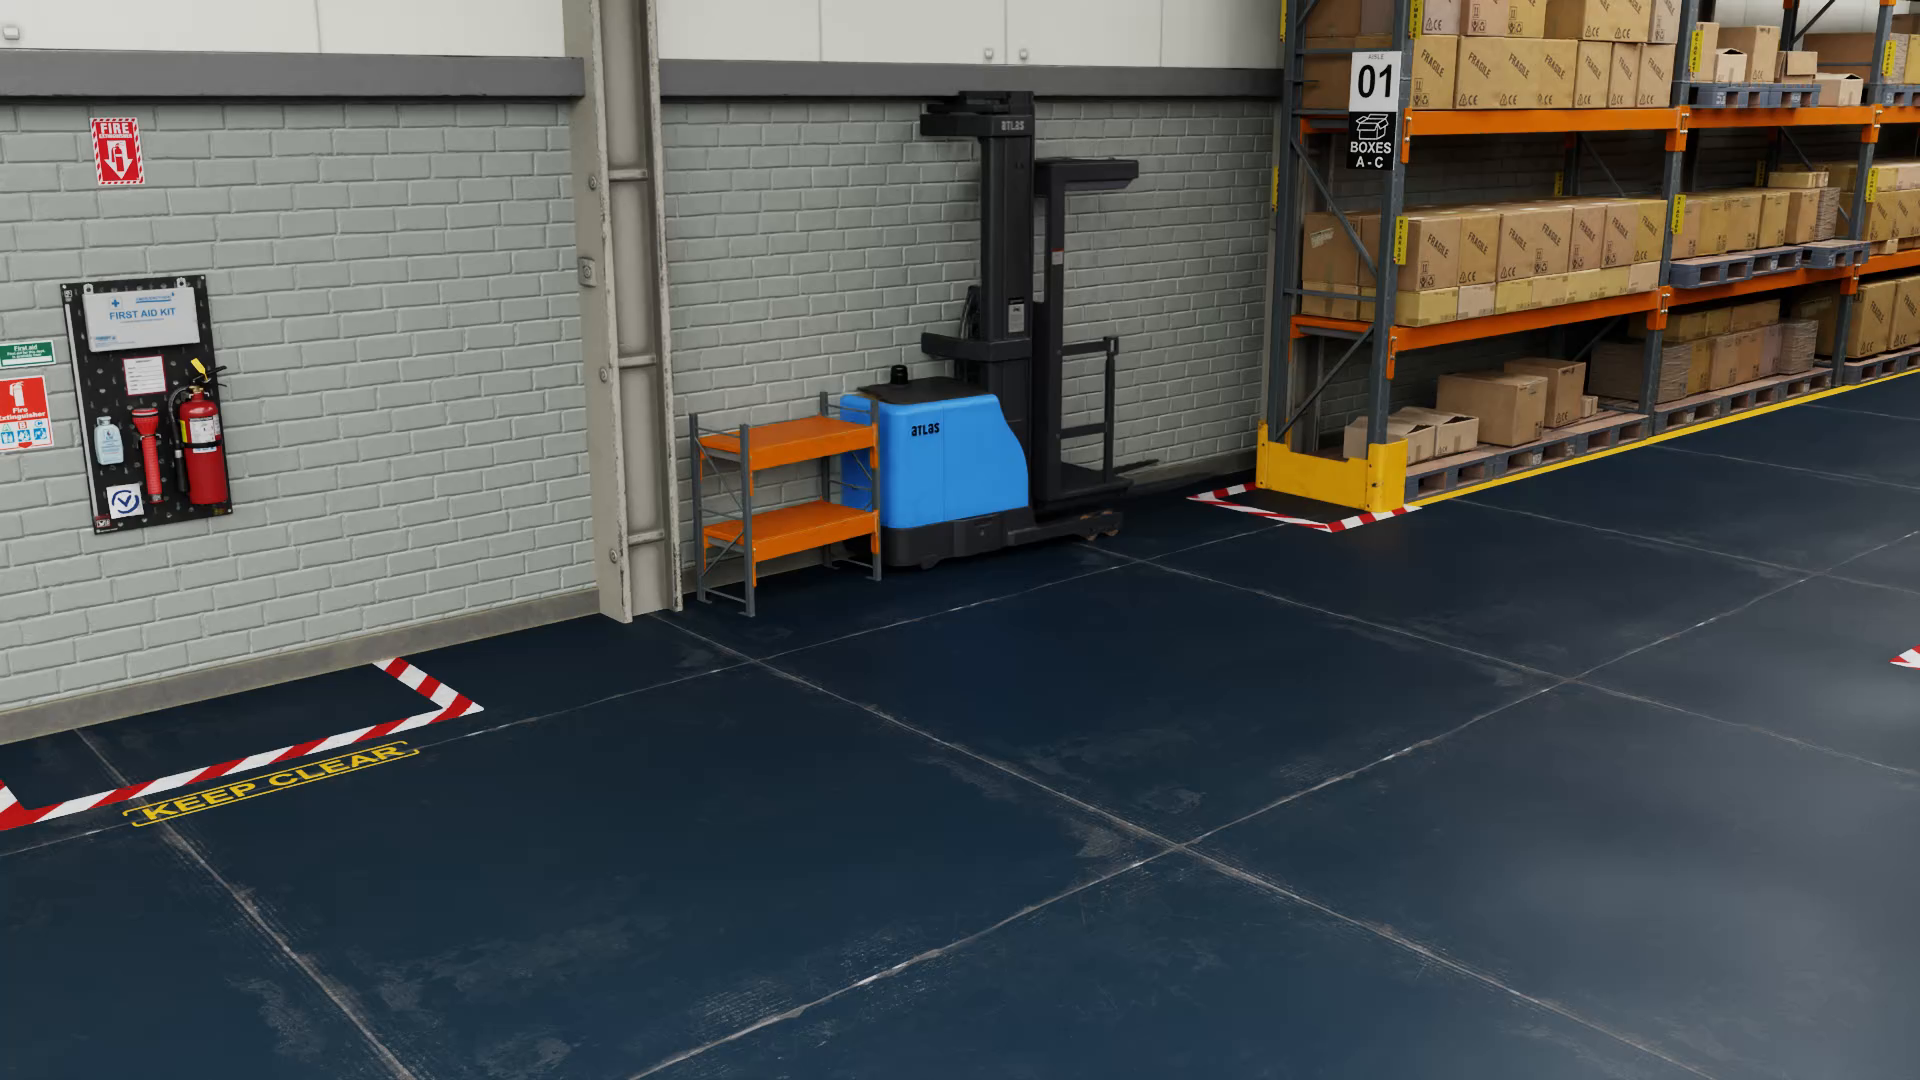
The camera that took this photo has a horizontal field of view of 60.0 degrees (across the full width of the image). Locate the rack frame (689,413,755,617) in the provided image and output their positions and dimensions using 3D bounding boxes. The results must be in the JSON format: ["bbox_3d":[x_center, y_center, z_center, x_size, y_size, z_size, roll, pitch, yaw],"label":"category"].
[{"bbox_3d":[-1.376,-0.145,9.611,0.500,1.125,0.032,14,20,41],"label":"rack frame"}]

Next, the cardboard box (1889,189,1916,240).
[{"bbox_3d":[9.672,-3.443,17.520,0.500,0.500,0.500,-12,19,-38],"label":"cardboard box"}]

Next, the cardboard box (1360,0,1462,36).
[{"bbox_3d":[3.152,-3.775,11.589,0.500,0.500,0.500,14,21,43],"label":"cardboard box"}]

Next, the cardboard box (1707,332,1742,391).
[{"bbox_3d":[7.032,-1.753,15.993,0.500,0.500,0.700,-12,19,-39],"label":"cardboard box"}]

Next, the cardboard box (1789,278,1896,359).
[{"bbox_3d":[9.378,-2.386,17.721,0.750,0.750,0.750,-13,20,-40],"label":"cardboard box"}]

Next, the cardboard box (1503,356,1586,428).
[{"bbox_3d":[4.963,-1.266,14.169,0.500,0.500,0.500,14,21,43],"label":"cardboard box"}]

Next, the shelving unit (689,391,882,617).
[{"bbox_3d":[-1.028,-0.240,9.969,0.538,1.125,1.048,14,20,41],"label":"shelving unit"}]

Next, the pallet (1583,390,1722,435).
[{"bbox_3d":[6.306,-1.230,15.445,1.213,0.211,1.003,-13,19,-39],"label":"pallet"}]

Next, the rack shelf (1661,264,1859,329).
[{"bbox_3d":[7.228,-2.436,15.951,4.000,0.370,1.077,-13,19,-39],"label":"rack shelf"}]

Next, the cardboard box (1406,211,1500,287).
[{"bbox_3d":[3.639,-2.171,12.363,0.500,0.500,0.500,-13,19,-39],"label":"cardboard box"}]

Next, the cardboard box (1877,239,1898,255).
[{"bbox_3d":[9.589,-3.091,17.457,0.250,0.149,0.380,-12,19,-38],"label":"cardboard box"}]

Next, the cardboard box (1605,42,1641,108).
[{"bbox_3d":[5.111,-3.735,13.376,0.500,0.500,0.500,14,20,42],"label":"cardboard box"}]

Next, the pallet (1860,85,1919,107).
[{"bbox_3d":[9.188,-4.600,17.211,1.003,0.211,1.213,-12,19,-37],"label":"pallet"}]

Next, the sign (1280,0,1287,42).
[{"bbox_3d":[2.353,-3.756,11.969,0.005,0.325,0.100,-13,19,-39],"label":"sign"}]

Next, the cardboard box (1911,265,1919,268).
[{"bbox_3d":[11.349,-2.829,19.380,0.750,0.750,0.750,-12,19,-39],"label":"cardboard box"}]

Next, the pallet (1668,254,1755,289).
[{"bbox_3d":[6.391,-2.453,14.994,1.213,0.211,1.003,-13,19,-39],"label":"pallet"}]

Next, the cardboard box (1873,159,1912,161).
[{"bbox_3d":[10.471,-4.161,18.753,0.500,0.250,0.500,-14,20,-41],"label":"cardboard box"}]

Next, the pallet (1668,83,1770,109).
[{"bbox_3d":[6.255,-3.887,14.541,1.003,0.211,1.213,-13,19,-39],"label":"pallet"}]

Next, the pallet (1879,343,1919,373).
[{"bbox_3d":[10.301,-2.100,18.702,1.213,0.211,1.003,-13,19,-39],"label":"pallet"}]

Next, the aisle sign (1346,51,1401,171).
[{"bbox_3d":[2.844,-2.953,11.454,0.004,0.787,0.394,-13,19,-39],"label":"aisle sign"}]

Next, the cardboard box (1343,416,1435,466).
[{"bbox_3d":[3.283,-0.780,12.717,0.500,0.311,0.500,13,20,41],"label":"cardboard box"}]

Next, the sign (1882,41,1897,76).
[{"bbox_3d":[9.091,-4.715,16.276,0.005,0.325,0.100,-13,19,-39],"label":"sign"}]

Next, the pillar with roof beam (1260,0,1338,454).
[{"bbox_3d":[5.488,-4.114,9.216,0.400,9.000,9.100,-13,19,-39],"label":"pillar with roof beam"}]

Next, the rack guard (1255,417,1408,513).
[{"bbox_3d":[2.759,-0.572,12.424,0.348,0.500,1.175,-13,19,-39],"label":"rack guard"}]

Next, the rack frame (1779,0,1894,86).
[{"bbox_3d":[8.737,-6.021,16.353,0.127,3.000,1.000,-13,19,-39],"label":"rack frame"}]

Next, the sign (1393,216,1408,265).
[{"bbox_3d":[3.058,-2.080,11.546,0.005,0.325,0.100,-13,19,-39],"label":"sign"}]

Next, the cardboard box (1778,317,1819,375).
[{"bbox_3d":[8.228,-1.995,16.898,0.500,0.500,0.700,-12,19,-39],"label":"cardboard box"}]

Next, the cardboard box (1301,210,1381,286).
[{"bbox_3d":[2.918,-2.188,12.427,0.500,0.500,0.500,-13,20,-40],"label":"cardboard box"}]

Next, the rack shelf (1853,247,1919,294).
[{"bbox_3d":[10.246,-3.114,18.488,4.000,0.370,1.077,-13,19,-39],"label":"rack shelf"}]

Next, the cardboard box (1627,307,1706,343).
[{"bbox_3d":[6.594,-2.015,15.520,0.500,0.250,0.500,-13,20,-41],"label":"cardboard box"}]

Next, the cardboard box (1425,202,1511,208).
[{"bbox_3d":[4.071,-2.445,13.390,0.500,0.500,0.500,-12,19,-39],"label":"cardboard box"}]

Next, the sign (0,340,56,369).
[{"bbox_3d":[-4.229,-0.825,7.431,0.331,0.109,0.001,-13,19,-39],"label":"sign"}]

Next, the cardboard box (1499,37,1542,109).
[{"bbox_3d":[3.936,-3.455,12.327,0.500,0.500,0.500,-12,19,-37],"label":"cardboard box"}]

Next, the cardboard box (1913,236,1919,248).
[{"bbox_3d":[10.287,-3.283,18.178,0.250,0.149,0.380,-13,19,-39],"label":"cardboard box"}]

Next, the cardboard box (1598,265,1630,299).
[{"bbox_3d":[5.180,-2.160,13.776,0.500,0.250,0.500,-13,19,-39],"label":"cardboard box"}]

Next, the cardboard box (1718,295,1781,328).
[{"bbox_3d":[7.757,-2.273,16.486,0.500,0.250,0.500,-12,19,-38],"label":"cardboard box"}]

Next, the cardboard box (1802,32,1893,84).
[{"bbox_3d":[9.058,-4.924,17.014,0.700,0.500,0.500,14,21,43],"label":"cardboard box"}]

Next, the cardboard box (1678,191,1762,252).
[{"bbox_3d":[7.028,-2.996,15.608,0.500,0.500,0.700,-10,18,-32],"label":"cardboard box"}]

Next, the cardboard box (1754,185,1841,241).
[{"bbox_3d":[8.389,-3.302,16.752,0.700,0.500,0.500,13,20,40],"label":"cardboard box"}]

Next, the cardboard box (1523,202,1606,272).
[{"bbox_3d":[4.806,-2.435,13.353,0.500,0.500,0.500,-13,20,-41],"label":"cardboard box"}]

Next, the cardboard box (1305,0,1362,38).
[{"bbox_3d":[2.855,-3.881,11.986,0.500,0.500,0.500,-12,19,-37],"label":"cardboard box"}]

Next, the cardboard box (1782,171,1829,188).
[{"bbox_3d":[8.496,-3.632,16.733,0.380,0.149,0.250,13,20,40],"label":"cardboard box"}]

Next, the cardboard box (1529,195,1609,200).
[{"bbox_3d":[5.228,-2.705,14.364,0.500,0.500,0.500,-13,20,-41],"label":"cardboard box"}]

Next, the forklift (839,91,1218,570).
[{"bbox_3d":[0.492,-1.515,11.243,3.031,2.935,1.130,-11,19,-36],"label":"forklift"}]

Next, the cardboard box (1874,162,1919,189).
[{"bbox_3d":[10.028,-3.890,17.738,0.500,0.250,0.500,-12,19,-39],"label":"cardboard box"}]

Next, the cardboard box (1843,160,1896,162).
[{"bbox_3d":[10.075,-4.073,18.425,0.500,0.250,0.500,-13,20,-41],"label":"cardboard box"}]

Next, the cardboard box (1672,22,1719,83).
[{"bbox_3d":[6.184,-4.222,14.424,0.500,0.500,0.500,-9,18,-32],"label":"cardboard box"}]

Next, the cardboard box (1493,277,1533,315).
[{"bbox_3d":[4.049,-1.901,12.807,0.500,0.250,0.500,-13,20,-40],"label":"cardboard box"}]

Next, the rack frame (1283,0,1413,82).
[{"bbox_3d":[2.702,-4.666,11.279,0.127,3.000,1.000,-13,19,-39],"label":"rack frame"}]

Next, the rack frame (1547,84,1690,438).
[{"bbox_3d":[5.719,-2.445,14.590,0.127,3.000,1.000,-13,19,-39],"label":"rack frame"}]

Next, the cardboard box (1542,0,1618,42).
[{"bbox_3d":[4.726,-4.112,12.849,0.500,0.500,0.500,-14,20,-41],"label":"cardboard box"}]
